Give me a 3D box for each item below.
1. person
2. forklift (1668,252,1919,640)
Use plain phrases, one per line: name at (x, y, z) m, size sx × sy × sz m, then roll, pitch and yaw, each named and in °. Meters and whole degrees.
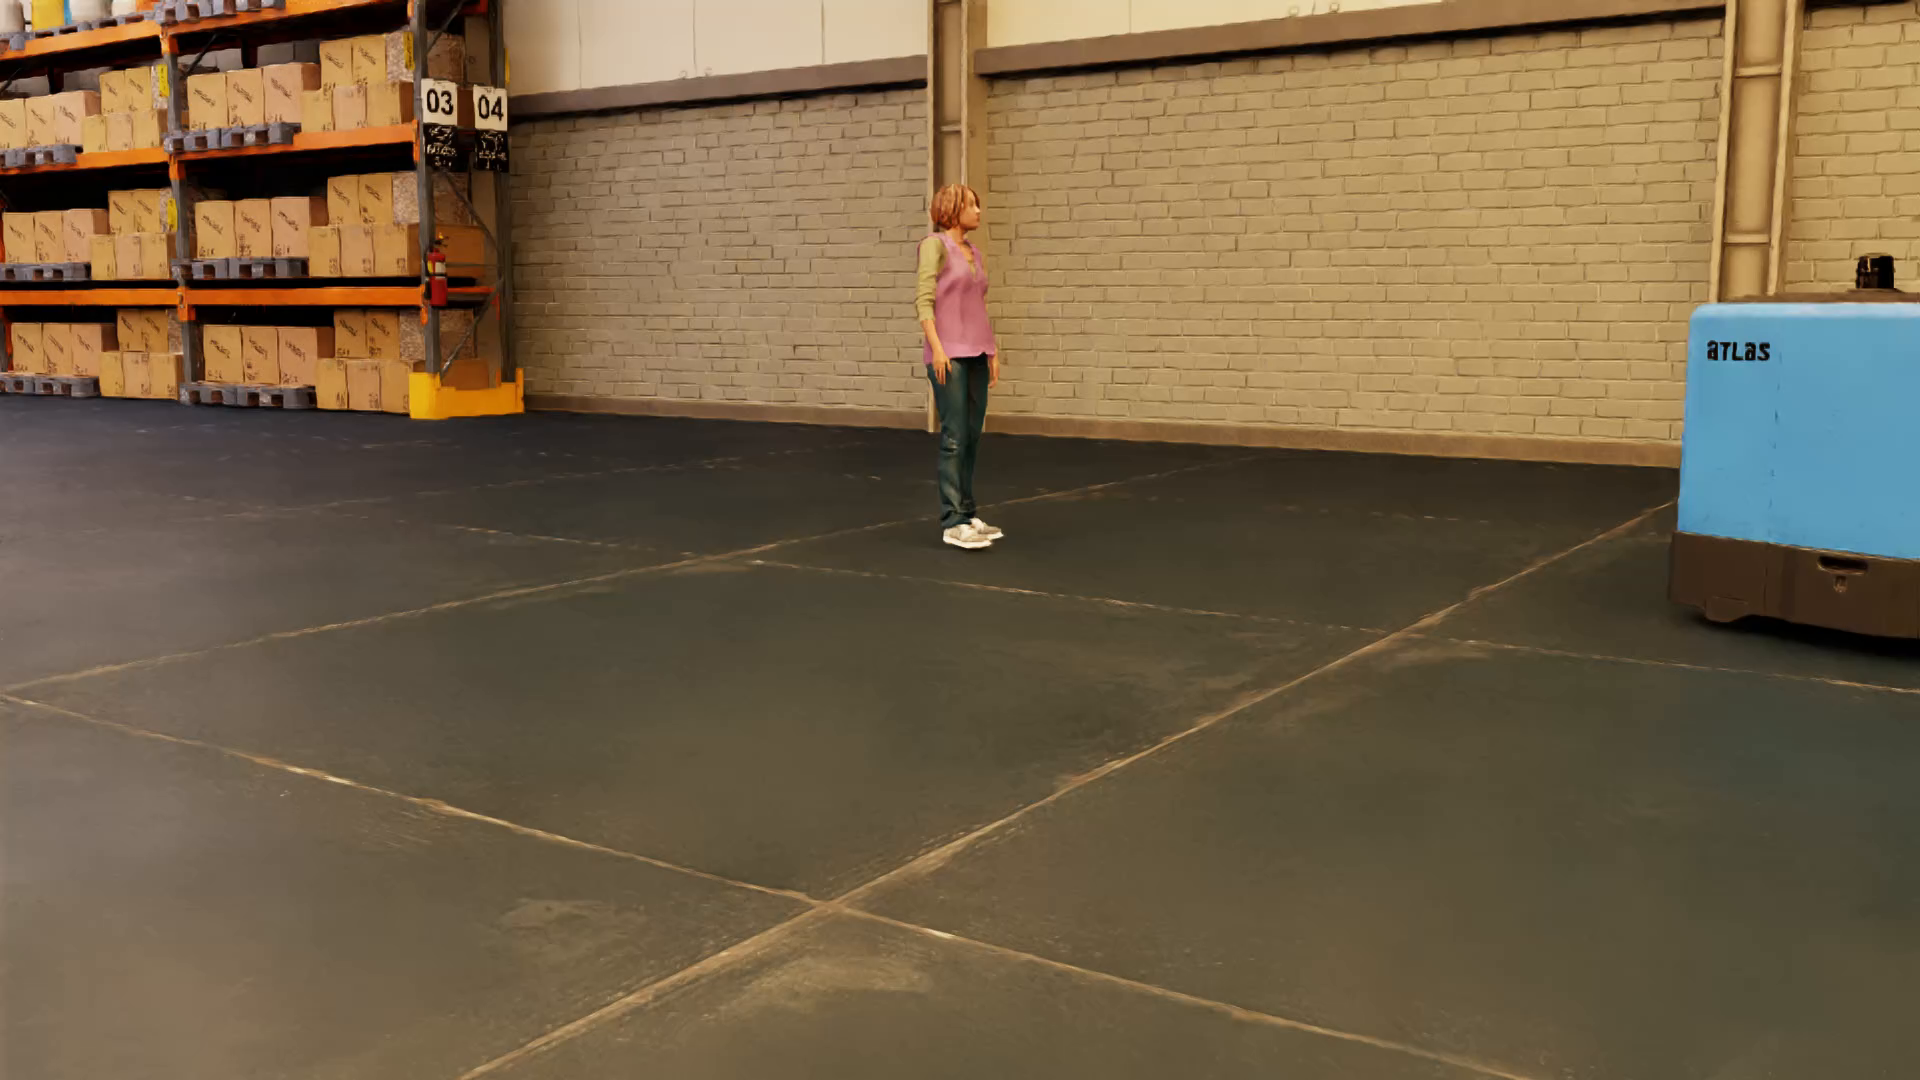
person at (0.054, -0.790, 7.438) m, size 0.474 × 1.597 × 0.520 m, roll 5°, pitch 10°, yaw 34°
forklift at (3.683, -1.048, 4.563) m, size 1.130 × 2.935 × 3.031 m, roll -6°, pitch 10°, yaw -36°
